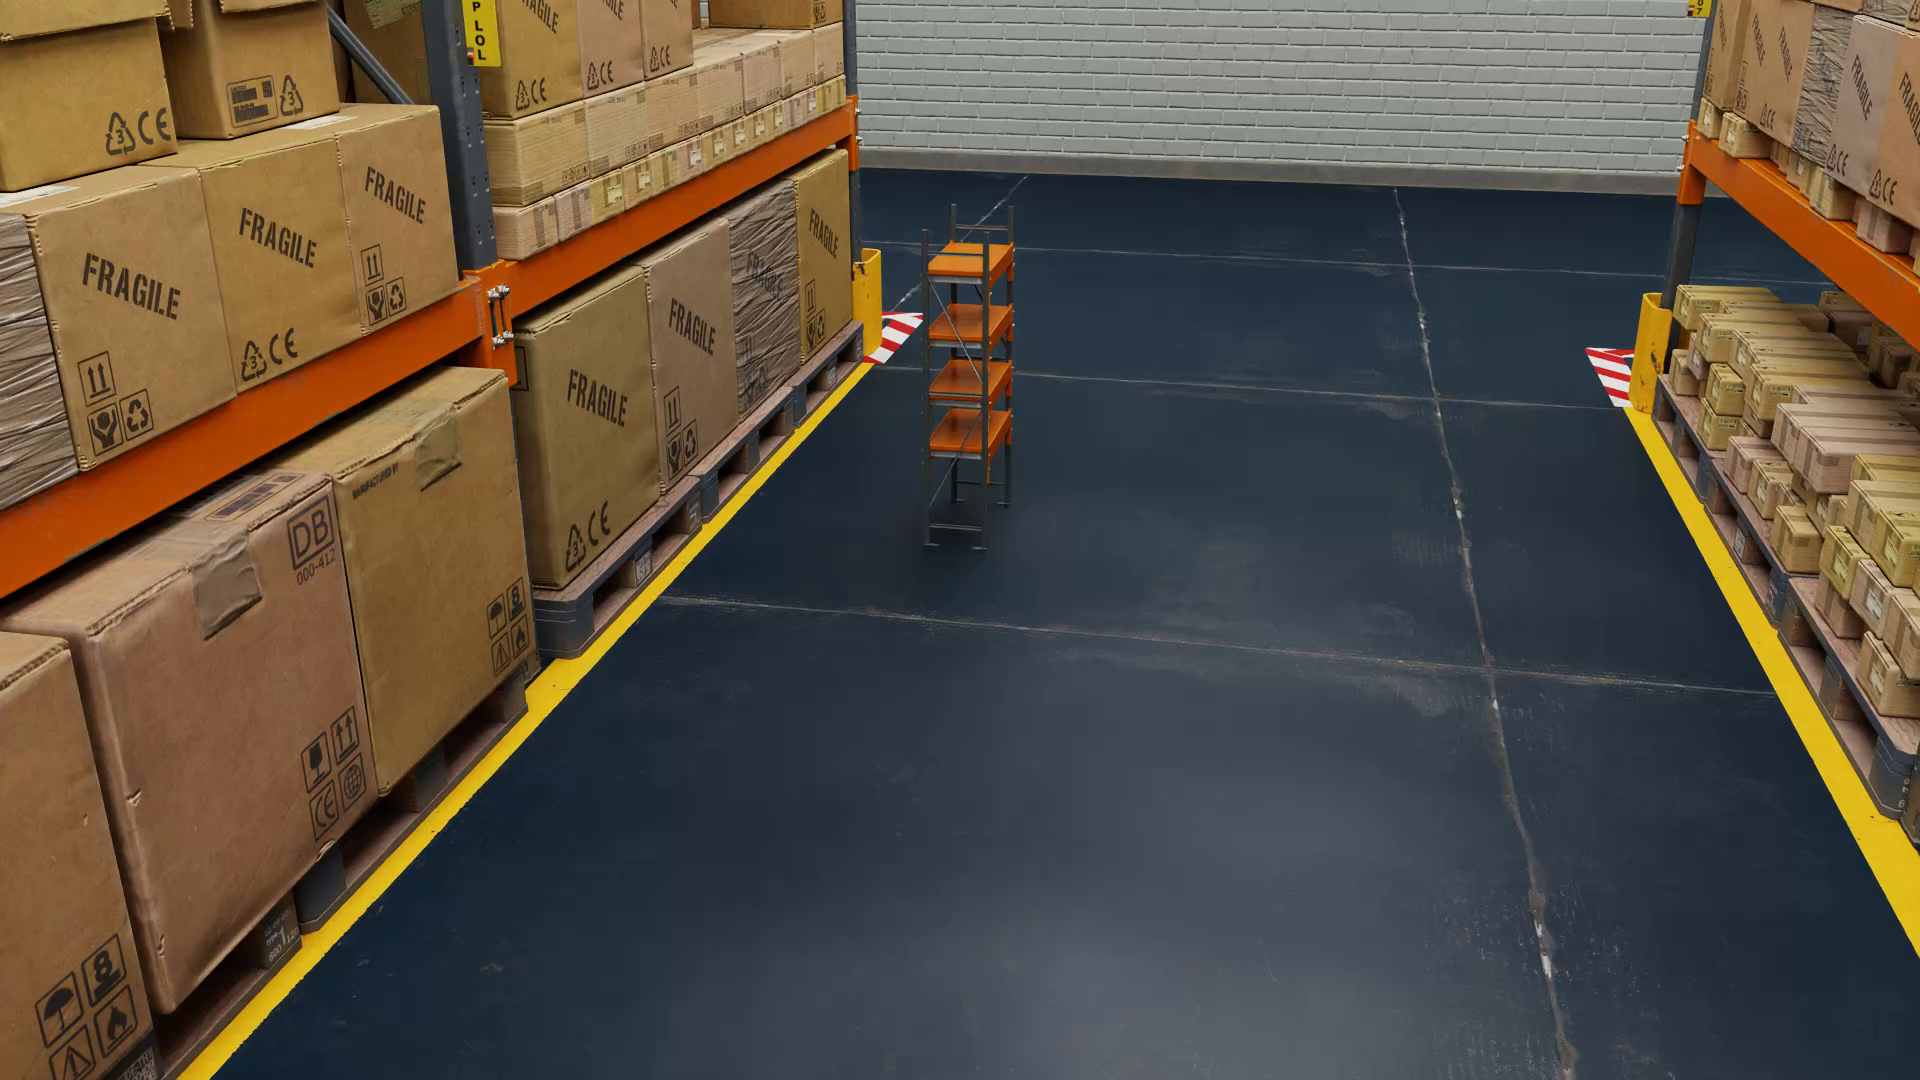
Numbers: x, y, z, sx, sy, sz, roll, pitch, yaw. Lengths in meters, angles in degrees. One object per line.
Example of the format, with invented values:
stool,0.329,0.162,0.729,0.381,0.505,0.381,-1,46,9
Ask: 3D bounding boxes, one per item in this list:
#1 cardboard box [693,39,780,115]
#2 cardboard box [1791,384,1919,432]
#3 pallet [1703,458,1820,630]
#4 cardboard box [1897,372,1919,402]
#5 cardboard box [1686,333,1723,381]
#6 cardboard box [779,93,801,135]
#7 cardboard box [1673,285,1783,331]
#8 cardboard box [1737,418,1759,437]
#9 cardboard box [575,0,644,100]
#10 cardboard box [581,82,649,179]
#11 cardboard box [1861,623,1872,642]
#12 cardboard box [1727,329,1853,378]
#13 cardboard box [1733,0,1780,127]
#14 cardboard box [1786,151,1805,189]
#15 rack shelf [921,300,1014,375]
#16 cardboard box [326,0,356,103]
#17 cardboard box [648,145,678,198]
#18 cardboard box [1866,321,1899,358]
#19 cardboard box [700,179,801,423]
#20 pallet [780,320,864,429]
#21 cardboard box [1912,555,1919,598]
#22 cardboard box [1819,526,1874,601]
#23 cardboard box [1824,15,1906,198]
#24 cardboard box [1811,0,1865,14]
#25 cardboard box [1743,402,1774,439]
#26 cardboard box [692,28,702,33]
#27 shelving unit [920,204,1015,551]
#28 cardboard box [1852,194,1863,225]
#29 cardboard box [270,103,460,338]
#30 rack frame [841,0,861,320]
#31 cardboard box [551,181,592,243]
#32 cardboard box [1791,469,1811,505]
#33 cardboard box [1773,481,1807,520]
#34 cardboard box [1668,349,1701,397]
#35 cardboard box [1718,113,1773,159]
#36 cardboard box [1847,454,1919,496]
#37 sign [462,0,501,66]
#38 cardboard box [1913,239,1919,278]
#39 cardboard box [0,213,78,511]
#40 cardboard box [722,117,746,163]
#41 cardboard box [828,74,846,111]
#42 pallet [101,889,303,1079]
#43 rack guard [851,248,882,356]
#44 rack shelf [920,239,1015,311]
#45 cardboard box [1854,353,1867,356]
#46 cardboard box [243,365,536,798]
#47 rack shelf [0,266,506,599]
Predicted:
cardboard box,-1.067,-1.948,6.978,0.500,0.250,0.500,4,22,9
cardboard box,3.168,-0.434,5.875,0.380,0.149,0.250,5,22,11
pallet,3.347,0.027,6.005,1.003,0.211,1.213,4,22,11
cardboard box,3.641,-0.497,6.030,0.380,0.149,0.250,4,22,9
cardboard box,3.345,-0.776,7.122,0.380,0.149,0.250,4,22,11
cardboard box,-0.927,-1.898,7.388,0.380,0.149,0.250,5,22,12
cardboard box,3.375,-1.016,7.320,0.380,0.149,0.250,3,22,8
cardboard box,3.259,-0.360,6.486,0.380,0.149,0.250,5,22,11
cardboard box,-1.381,-1.737,5.451,0.500,0.500,0.500,4,22,11
cardboard box,-1.378,-1.388,5.587,0.500,0.250,0.500,4,22,11
cardboard box,2.879,0.299,4.851,0.380,0.149,0.250,5,22,12
cardboard box,3.290,-0.727,6.601,0.380,0.149,0.250,3,22,8
cardboard box,3.368,-1.877,6.468,0.500,0.500,0.500,5,22,11
cardboard box,3.232,-1.343,6.008,0.380,0.149,0.250,4,22,10
rack shelf,0.034,-0.762,6.221,0.258,0.148,0.480,4,22,11
cardboard box,-2.005,-1.591,5.087,0.500,0.500,0.500,5,22,12
cardboard box,-1.240,-1.335,5.988,0.380,0.149,0.250,4,22,10
cardboard box,3.918,-0.777,6.726,0.380,0.149,0.250,4,22,10
cardboard box,-1.259,-1.085,7.315,0.875,0.875,0.875,4,22,11
pallet,-1.107,-0.857,8.199,1.003,0.211,1.213,4,22,11
cardboard box,2.816,0.131,4.471,0.380,0.149,0.250,5,22,12
cardboard box,2.832,0.080,4.995,0.380,0.149,0.250,4,22,9
cardboard box,3.030,-1.325,5.097,0.500,0.500,0.500,4,22,11
cardboard box,3.138,-1.978,5.379,0.500,0.500,0.500,4,22,9
cardboard box,3.262,-0.490,6.411,0.380,0.149,0.250,3,22,8
cardboard box,-1.483,-2.172,7.533,0.500,0.250,0.500,4,22,10
shelving unit,0.034,-0.617,6.280,0.258,1.200,0.503,4,22,11
cardboard box,3.093,-1.055,5.295,0.380,0.149,0.250,4,22,10
cardboard box,-1.665,-0.840,4.291,0.500,0.500,0.500,5,22,11
rack frame,-1.021,-2.449,8.419,1.000,3.000,0.127,4,22,11
cardboard box,-1.397,-1.048,5.278,0.380,0.149,0.250,4,22,9
cardboard box,3.086,-0.195,5.679,0.380,0.149,0.250,3,22,8
cardboard box,3.075,-0.081,5.795,0.380,0.149,0.250,5,22,12
cardboard box,3.394,-0.739,7.427,0.380,0.149,0.250,5,22,12
cardboard box,3.309,-1.633,6.730,0.380,0.149,0.250,4,22,9
cardboard box,3.002,-0.146,5.159,0.380,0.149,0.250,5,23,13
sign,-1.304,-1.448,4.491,0.100,0.325,0.005,4,22,11
cardboard box,2.886,-0.772,4.592,0.380,0.149,0.250,5,23,13
cardboard box,-1.980,-0.286,2.914,0.500,0.500,0.500,5,22,11
cardboard box,-1.083,-1.618,6.692,0.380,0.149,0.250,5,22,12
cardboard box,-0.771,-2.177,8.080,0.380,0.149,0.250,5,22,12
pallet,-2.167,1.043,3.481,1.003,0.211,1.213,4,22,11
rack guard,-1.016,-1.298,8.908,1.175,0.500,0.348,4,22,11
rack shelf,0.034,-0.982,6.133,0.258,0.148,0.480,4,22,11
cardboard box,3.880,-0.738,7.026,0.380,0.149,0.250,4,22,10
cardboard box,-1.948,0.040,4.520,1.225,0.875,0.875,5,22,11
rack shelf,-2.245,0.079,3.105,1.077,0.370,4.000,4,22,11
